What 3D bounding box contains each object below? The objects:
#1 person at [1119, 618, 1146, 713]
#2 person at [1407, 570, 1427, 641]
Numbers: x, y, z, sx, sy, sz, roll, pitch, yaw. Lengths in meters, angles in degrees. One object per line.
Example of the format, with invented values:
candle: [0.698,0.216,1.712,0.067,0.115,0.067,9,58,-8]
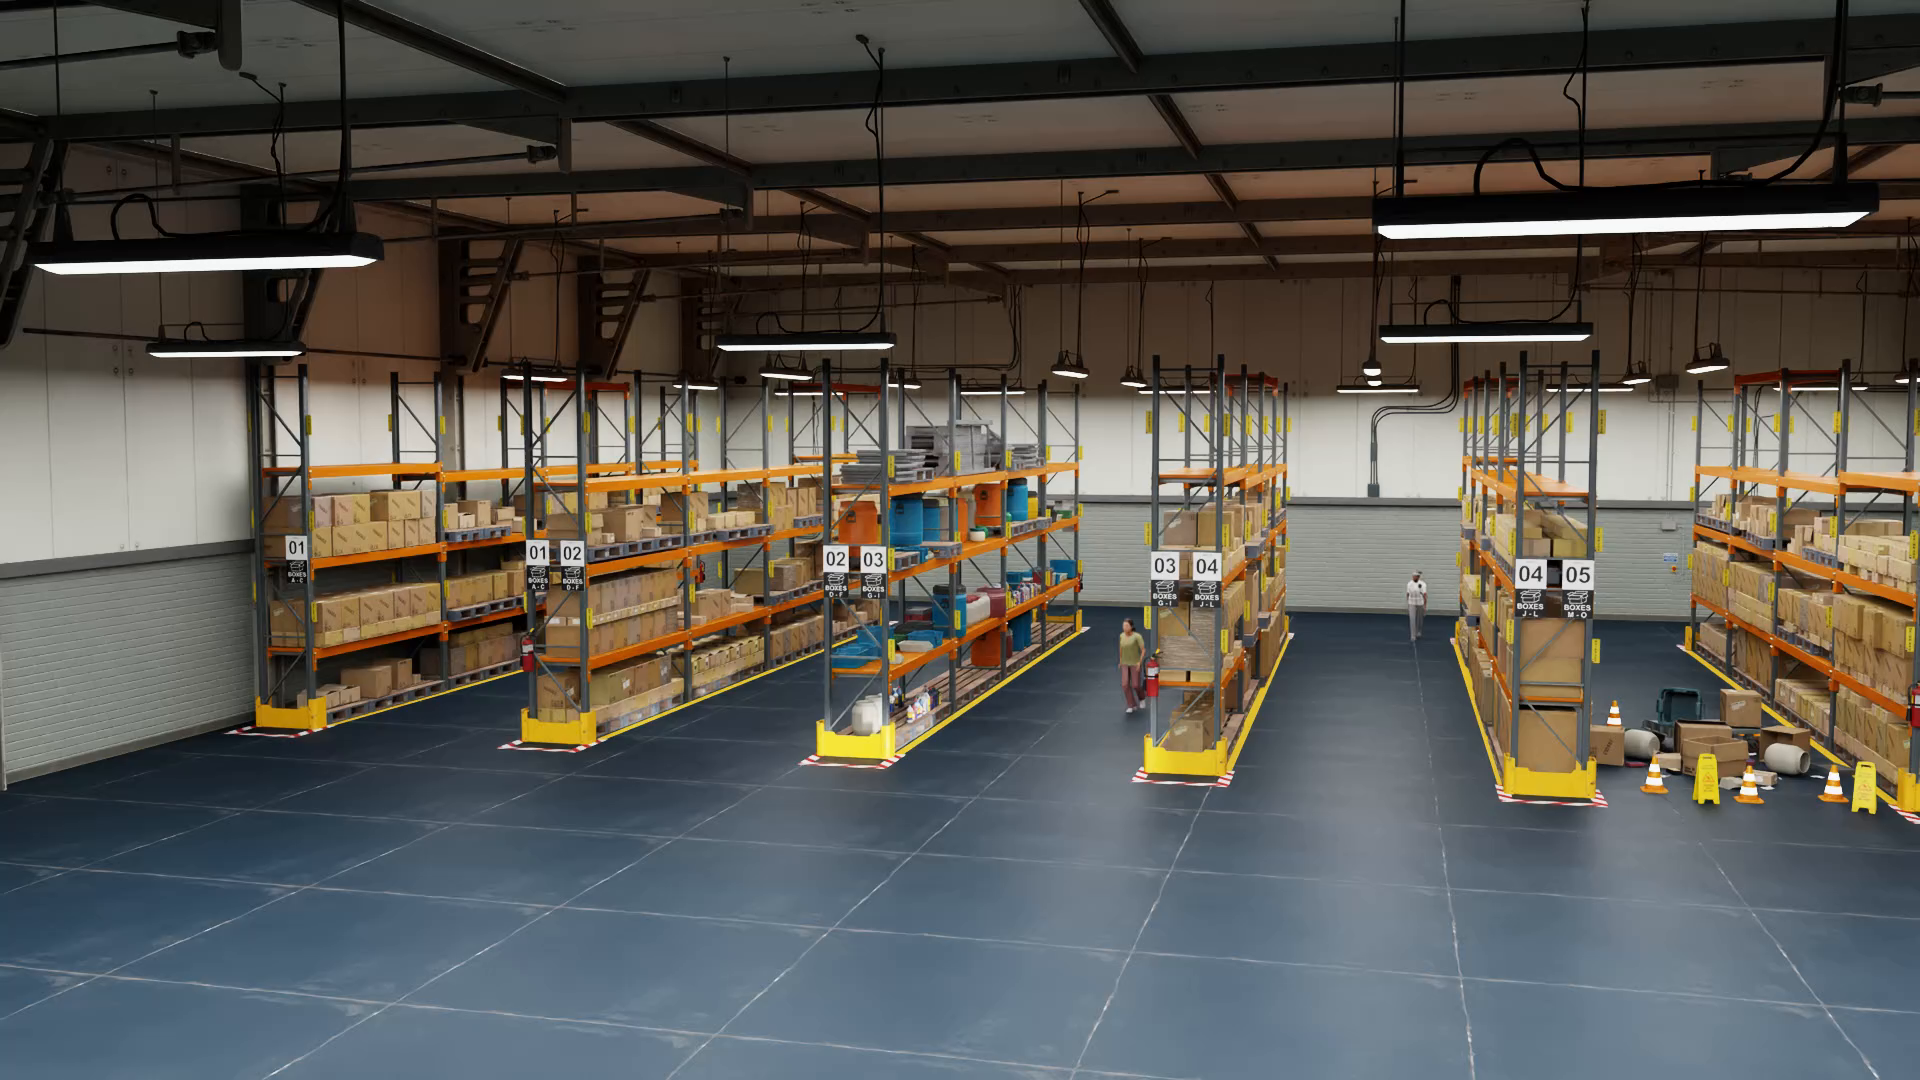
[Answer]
person: [3.044,2.178,29.119,0.512,1.652,0.600,2,5,31]
person: [10.645,1.500,38.732,0.448,1.625,1.021,1,4,14]
